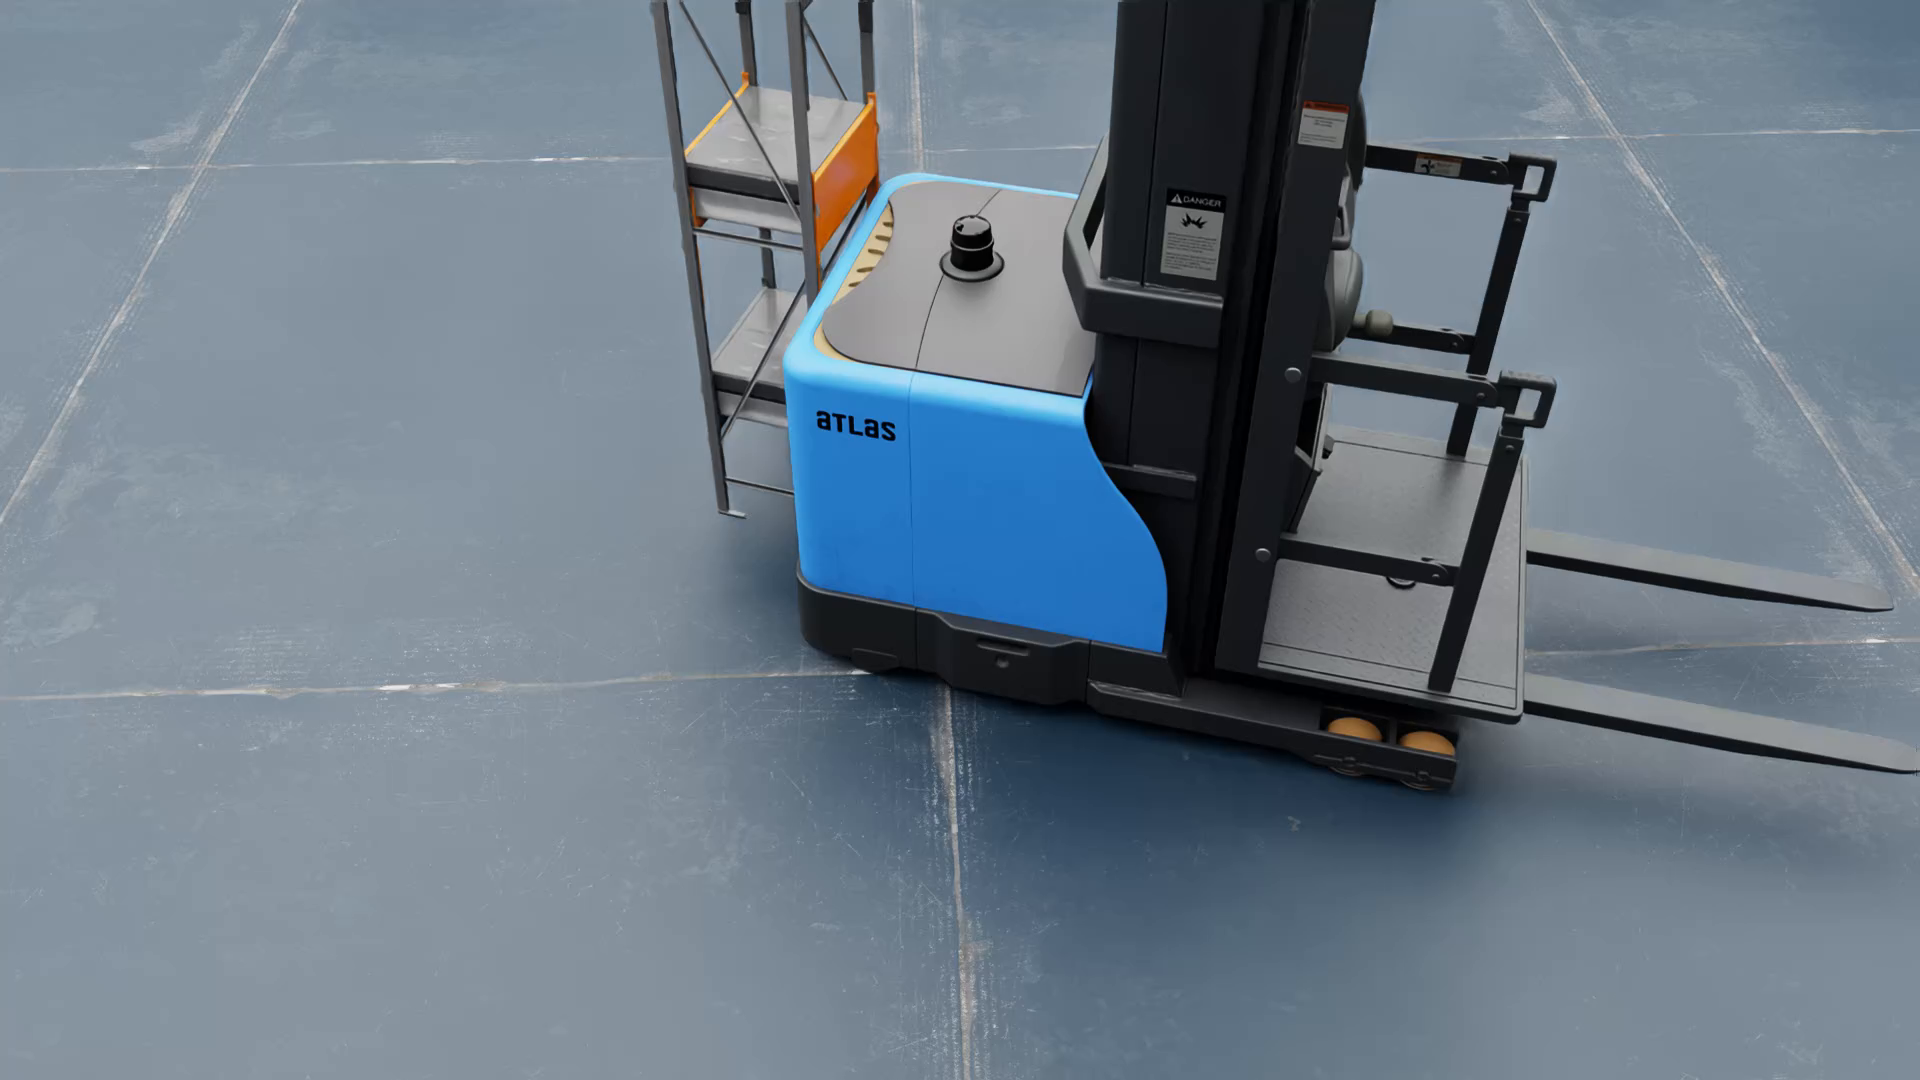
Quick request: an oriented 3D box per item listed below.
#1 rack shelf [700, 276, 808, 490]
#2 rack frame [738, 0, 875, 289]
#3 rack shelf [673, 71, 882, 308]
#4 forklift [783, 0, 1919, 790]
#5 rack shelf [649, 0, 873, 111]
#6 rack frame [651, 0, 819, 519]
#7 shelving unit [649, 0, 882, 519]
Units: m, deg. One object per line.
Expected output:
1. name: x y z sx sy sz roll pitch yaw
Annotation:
1. rack shelf: -0.508 -0.453 5.247 0.431 0.518 0.480 12 44 13
2. rack frame: -0.433 -1.136 4.936 0.400 2.100 0.015 12 44 13
3. rack shelf: -0.508 -0.969 4.774 0.431 0.518 0.480 12 44 13
4. forklift: 1.110 -0.803 3.957 3.031 2.935 1.130 10 43 11
5. rack shelf: -0.509 -1.485 4.301 0.431 0.518 0.480 12 44 13
6. rack frame: -0.584 -0.823 4.594 0.400 2.100 0.015 12 44 13
7. shelving unit: -0.508 -0.979 4.765 0.431 2.100 0.503 12 44 13
